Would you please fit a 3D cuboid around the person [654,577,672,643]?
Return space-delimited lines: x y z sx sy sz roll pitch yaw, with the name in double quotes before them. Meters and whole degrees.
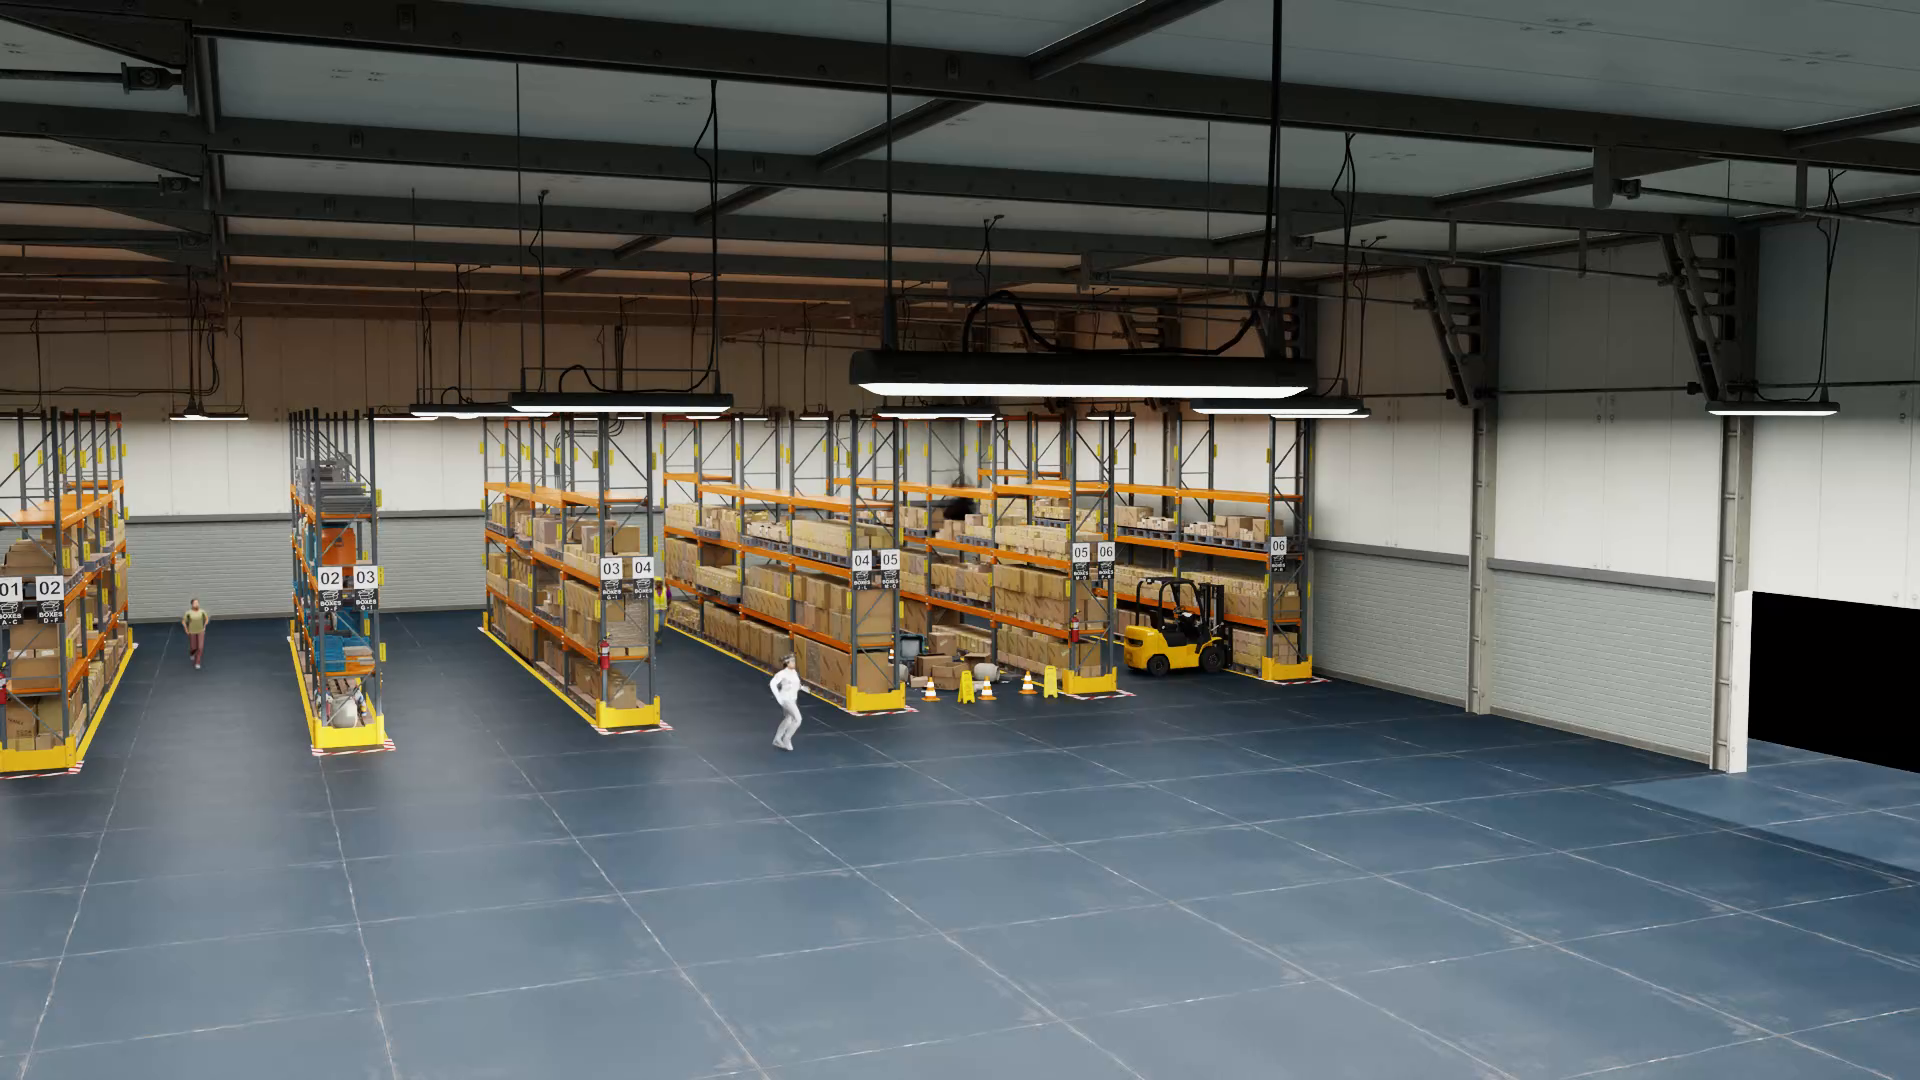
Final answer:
"person" -7.794 1.825 43.219 0.677 1.729 0.600 -2 4 -22

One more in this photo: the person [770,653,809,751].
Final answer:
"person" -2.986 2.843 29.241 0.672 1.711 0.608 1 4 15

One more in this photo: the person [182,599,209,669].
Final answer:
"person" -17.940 2.184 39.063 0.581 1.631 0.605 -3 5 -33

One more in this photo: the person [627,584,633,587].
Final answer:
"person" -9.661 1.571 47.245 0.828 1.687 0.638 -1 4 -11
